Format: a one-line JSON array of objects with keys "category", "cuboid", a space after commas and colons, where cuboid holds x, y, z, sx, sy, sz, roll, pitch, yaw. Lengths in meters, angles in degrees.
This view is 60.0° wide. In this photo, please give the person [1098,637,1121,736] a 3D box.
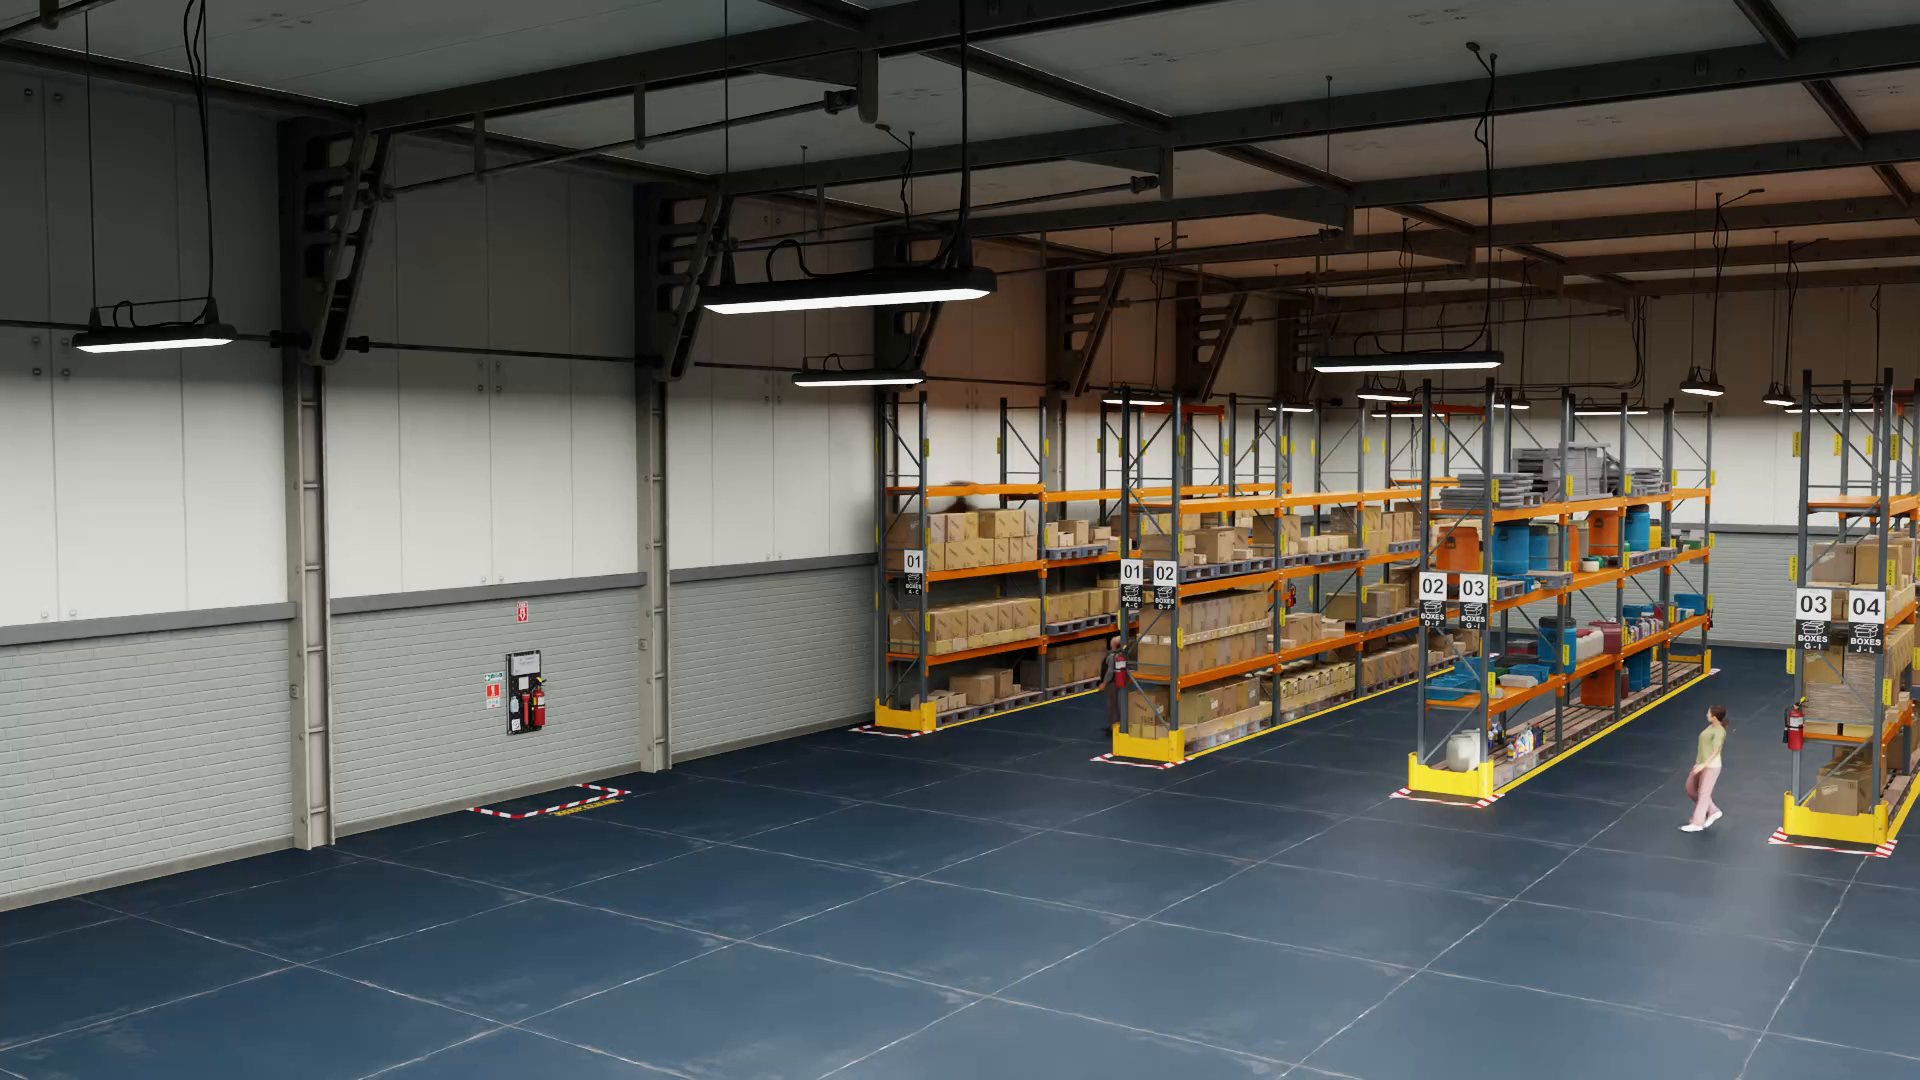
[{"category": "person", "cuboid": [2.638, 2.552, 29.120, 0.468, 1.740, 0.563, 0, 3, -1]}]

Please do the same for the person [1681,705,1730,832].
[{"category": "person", "cuboid": [9.695, 2.967, 21.691, 0.600, 1.656, 0.514, 0, 3, -4]}]
